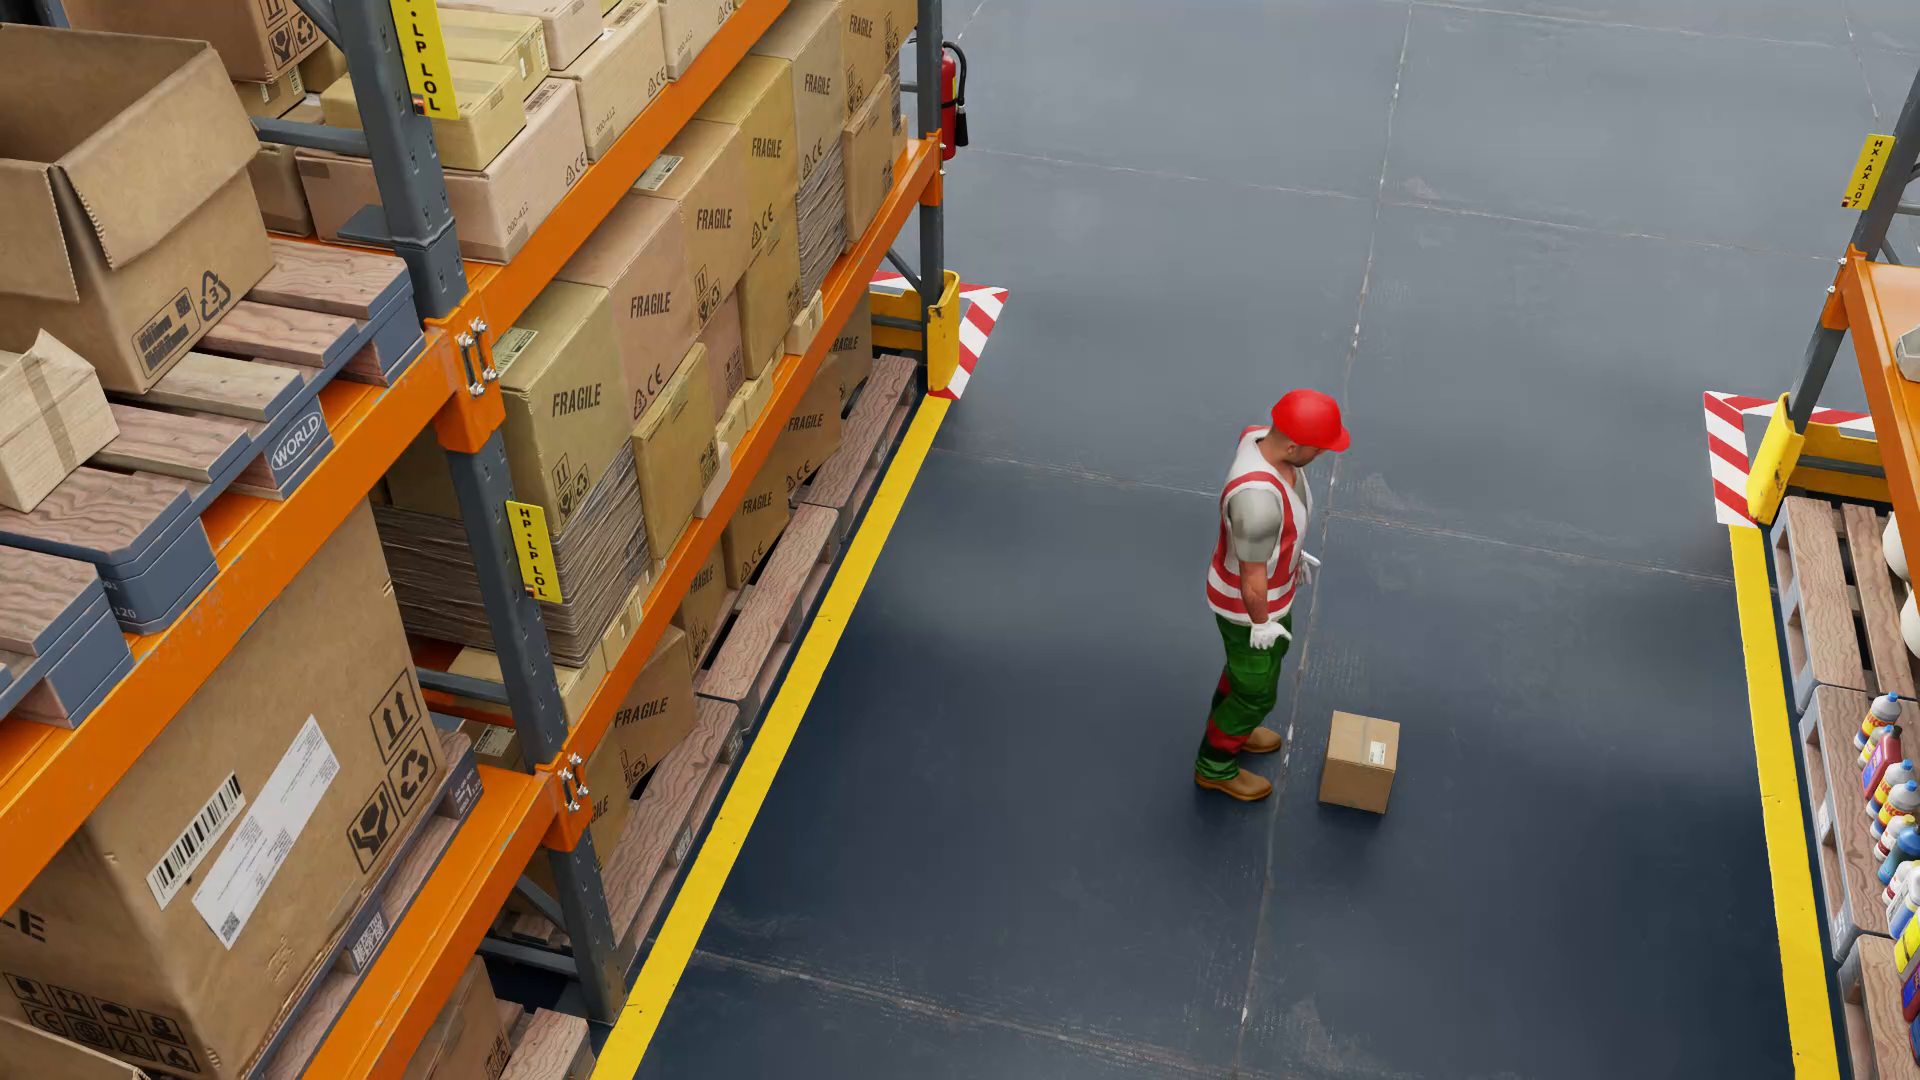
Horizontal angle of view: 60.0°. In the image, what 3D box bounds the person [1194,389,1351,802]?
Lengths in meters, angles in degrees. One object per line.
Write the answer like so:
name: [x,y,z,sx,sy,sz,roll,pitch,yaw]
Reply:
person: [1.085,0.186,5.945,0.400,1.765,0.535,11,42,12]
